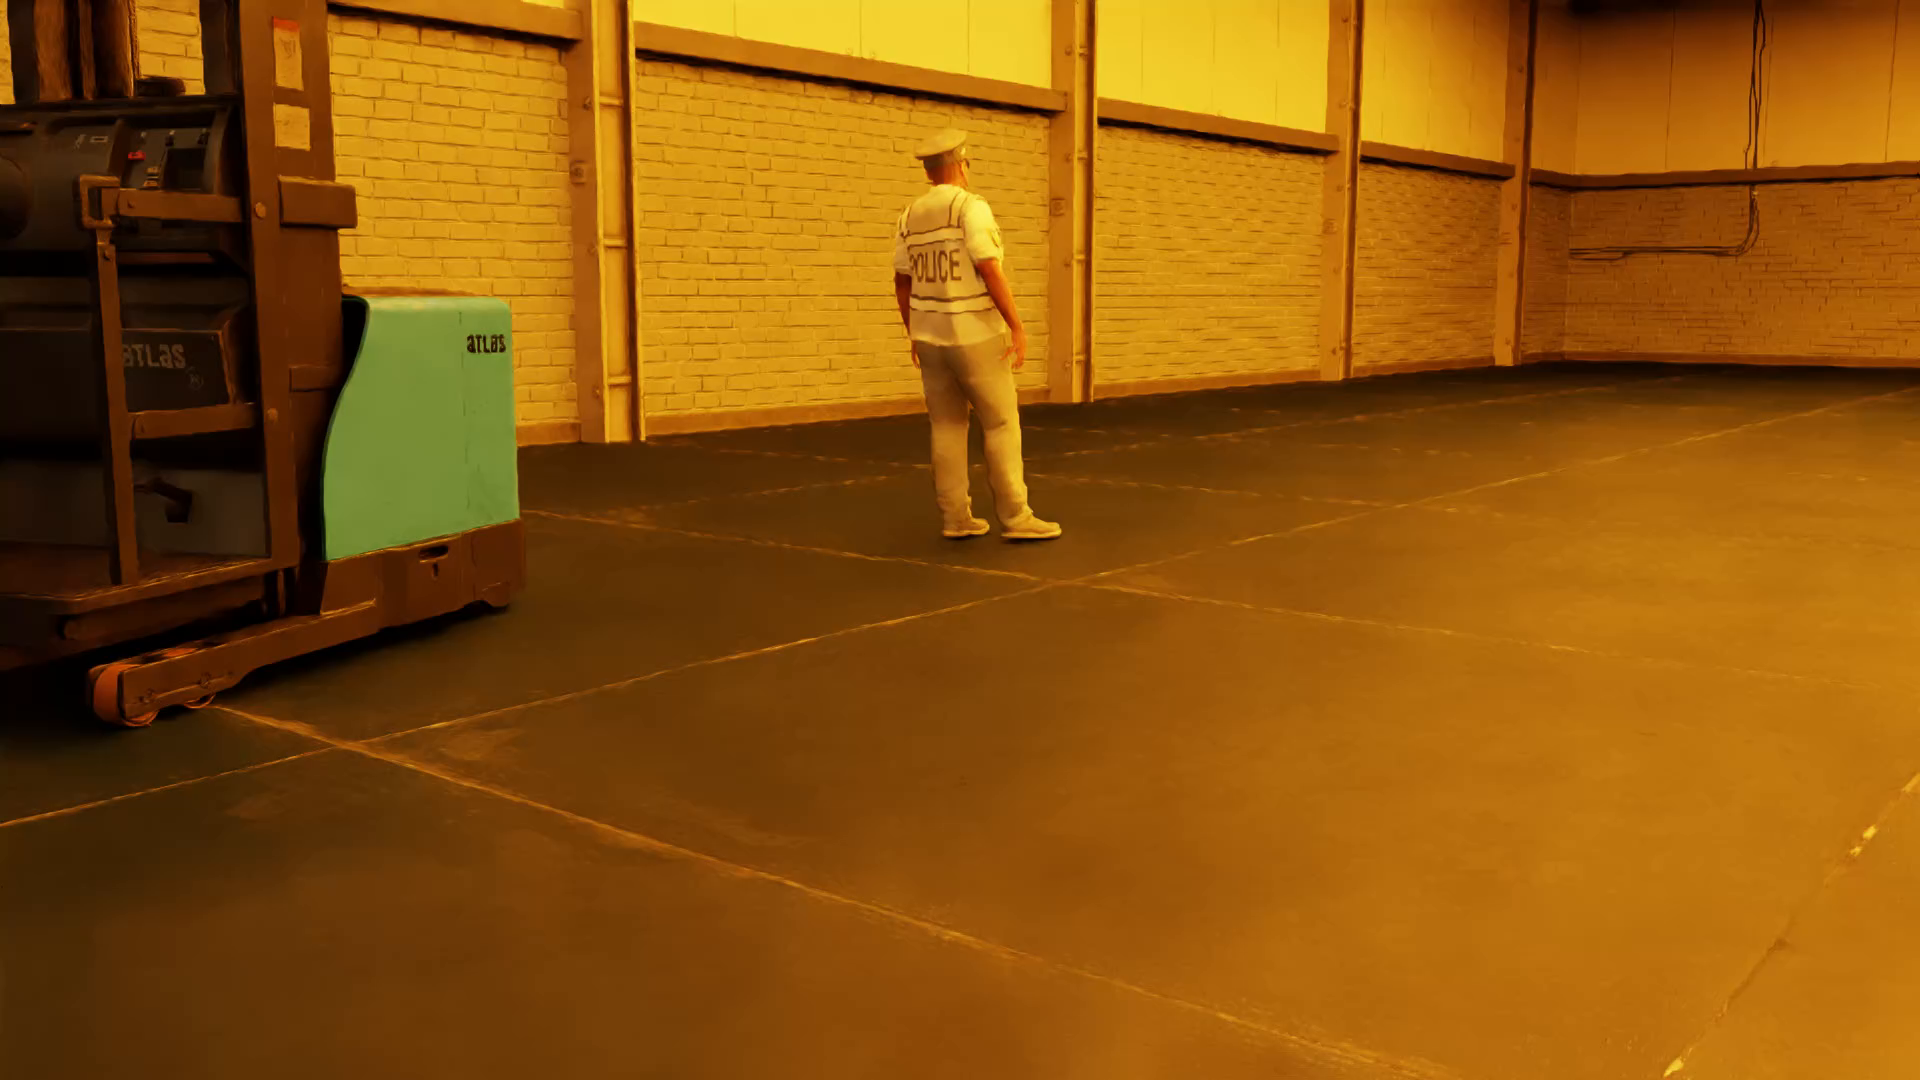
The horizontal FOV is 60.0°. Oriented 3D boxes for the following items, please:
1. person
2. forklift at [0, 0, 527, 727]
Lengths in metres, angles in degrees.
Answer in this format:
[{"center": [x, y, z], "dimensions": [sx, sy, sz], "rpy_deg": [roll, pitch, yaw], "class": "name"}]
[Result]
[{"center": [0.058, -0.896, 7.328], "dimensions": [0.640, 1.778, 0.574], "rpy_deg": [7, 11, 38], "class": "person"}, {"center": [-2.474, -1.043, 4.413], "dimensions": [1.130, 2.935, 3.031], "rpy_deg": [3, 9, 19], "class": "forklift"}]
